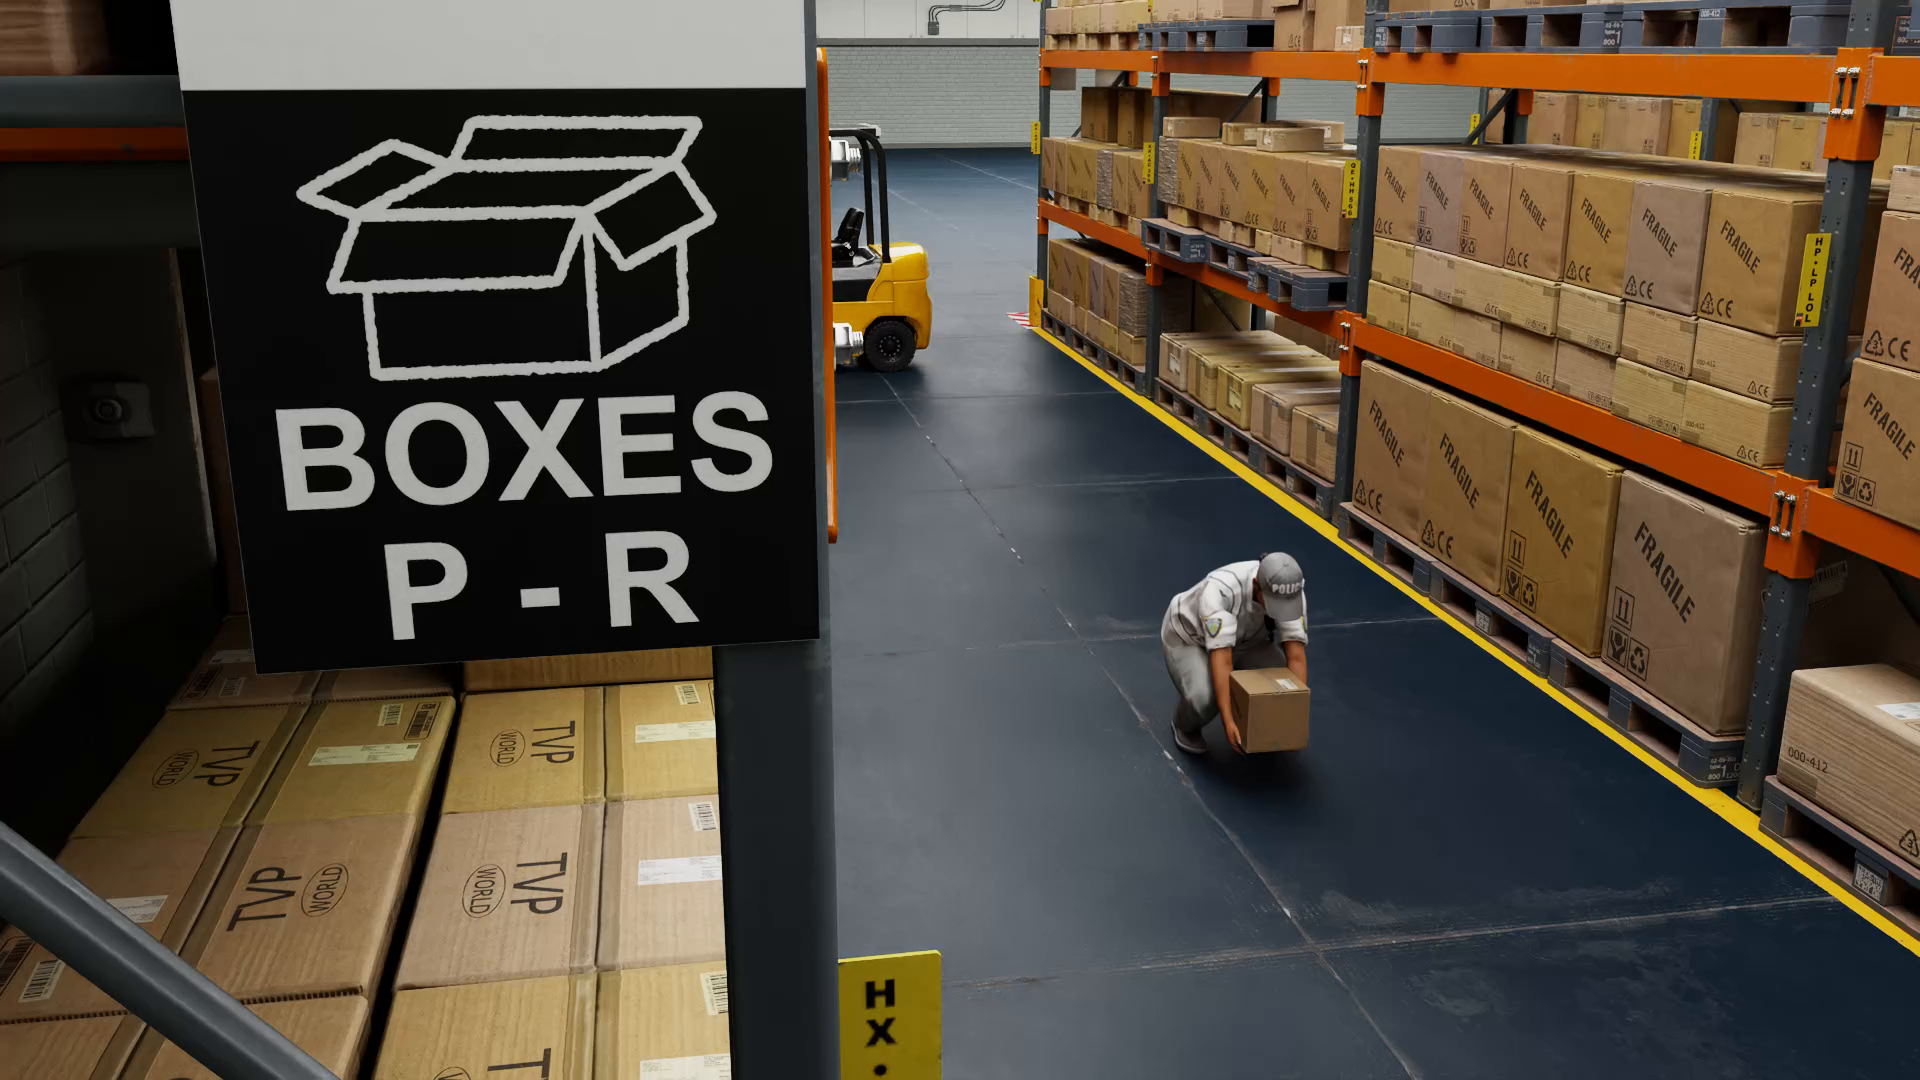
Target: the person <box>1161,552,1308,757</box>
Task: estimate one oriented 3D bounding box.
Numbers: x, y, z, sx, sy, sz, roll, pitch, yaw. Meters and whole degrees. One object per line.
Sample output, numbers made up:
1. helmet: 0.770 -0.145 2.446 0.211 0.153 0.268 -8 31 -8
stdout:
1. person: 1.148 0.440 6.842 0.517 0.948 0.874 -3 17 -11
